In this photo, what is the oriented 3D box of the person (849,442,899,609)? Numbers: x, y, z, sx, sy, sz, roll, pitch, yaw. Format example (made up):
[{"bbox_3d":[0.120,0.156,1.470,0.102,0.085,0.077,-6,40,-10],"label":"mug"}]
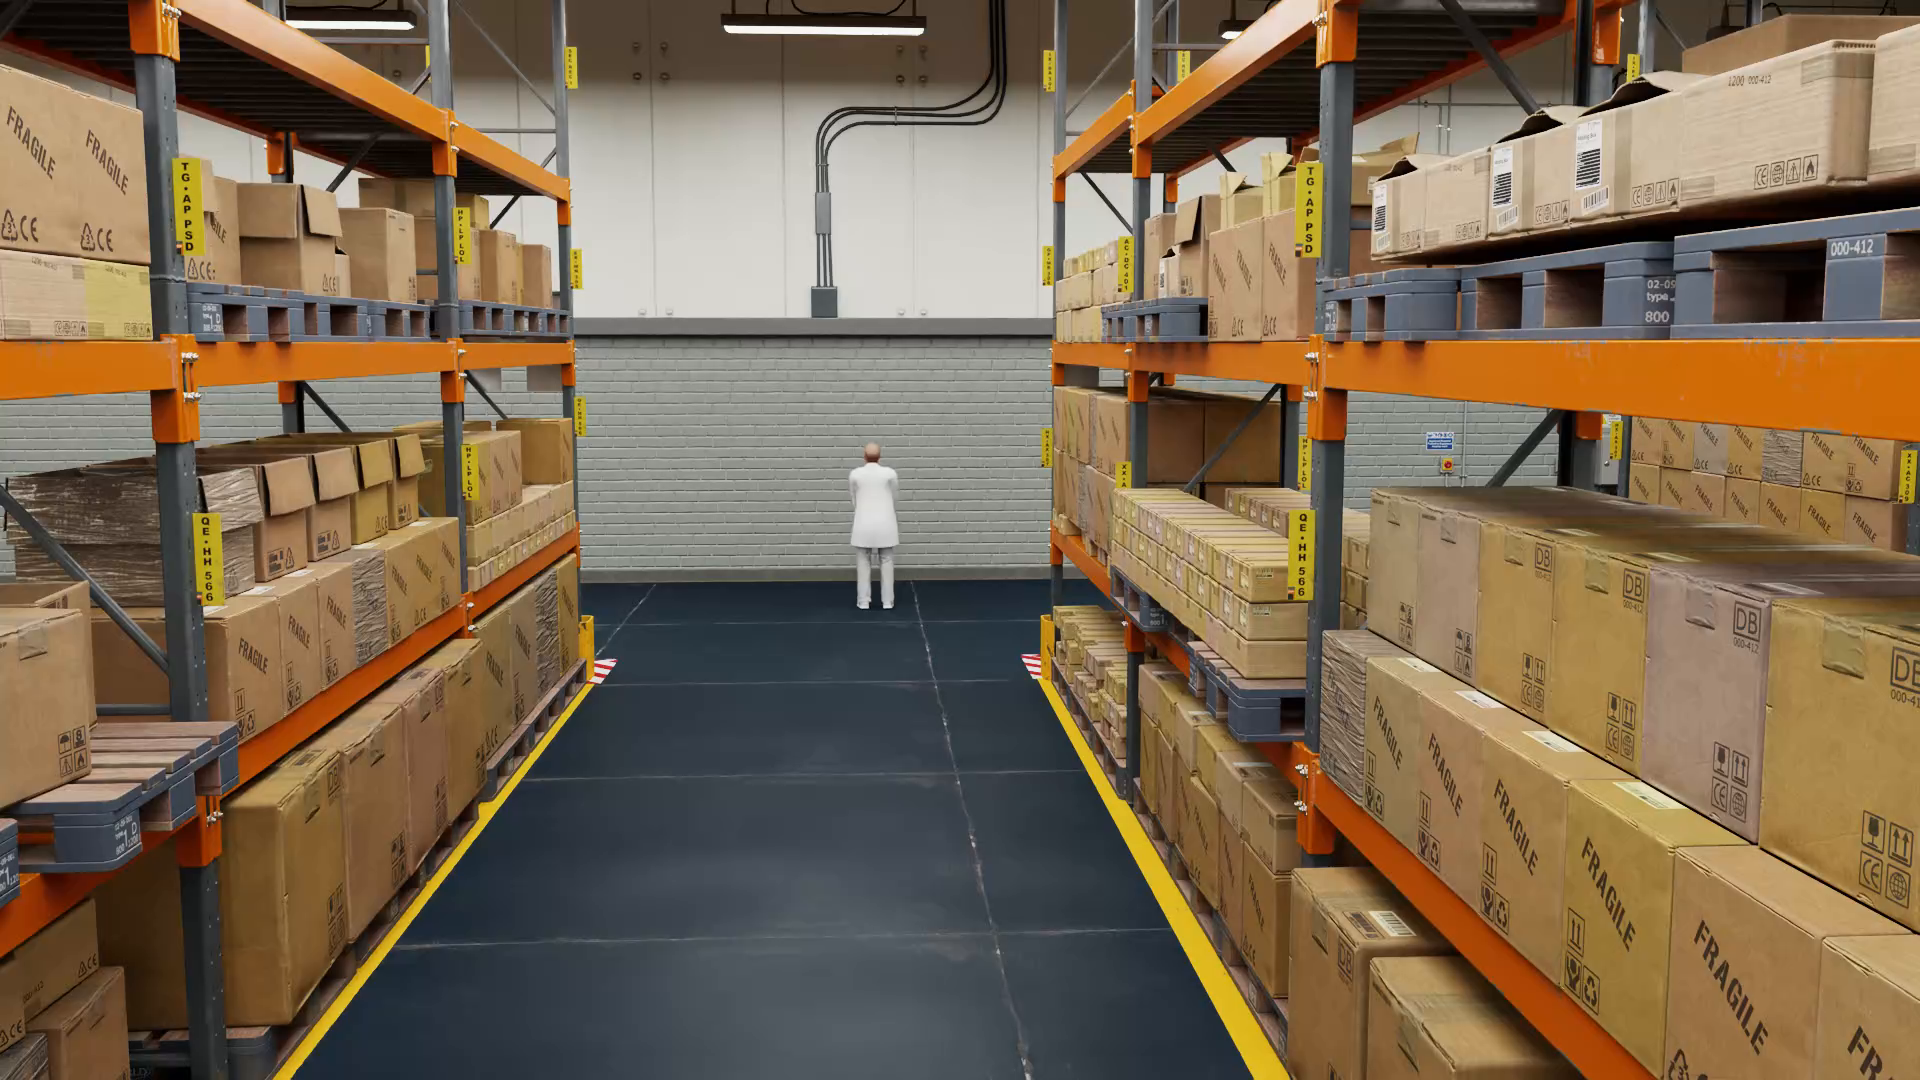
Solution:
[{"bbox_3d":[-0.915,-0.167,17.744,0.529,1.770,0.563,0,7,-3],"label":"person"}]
